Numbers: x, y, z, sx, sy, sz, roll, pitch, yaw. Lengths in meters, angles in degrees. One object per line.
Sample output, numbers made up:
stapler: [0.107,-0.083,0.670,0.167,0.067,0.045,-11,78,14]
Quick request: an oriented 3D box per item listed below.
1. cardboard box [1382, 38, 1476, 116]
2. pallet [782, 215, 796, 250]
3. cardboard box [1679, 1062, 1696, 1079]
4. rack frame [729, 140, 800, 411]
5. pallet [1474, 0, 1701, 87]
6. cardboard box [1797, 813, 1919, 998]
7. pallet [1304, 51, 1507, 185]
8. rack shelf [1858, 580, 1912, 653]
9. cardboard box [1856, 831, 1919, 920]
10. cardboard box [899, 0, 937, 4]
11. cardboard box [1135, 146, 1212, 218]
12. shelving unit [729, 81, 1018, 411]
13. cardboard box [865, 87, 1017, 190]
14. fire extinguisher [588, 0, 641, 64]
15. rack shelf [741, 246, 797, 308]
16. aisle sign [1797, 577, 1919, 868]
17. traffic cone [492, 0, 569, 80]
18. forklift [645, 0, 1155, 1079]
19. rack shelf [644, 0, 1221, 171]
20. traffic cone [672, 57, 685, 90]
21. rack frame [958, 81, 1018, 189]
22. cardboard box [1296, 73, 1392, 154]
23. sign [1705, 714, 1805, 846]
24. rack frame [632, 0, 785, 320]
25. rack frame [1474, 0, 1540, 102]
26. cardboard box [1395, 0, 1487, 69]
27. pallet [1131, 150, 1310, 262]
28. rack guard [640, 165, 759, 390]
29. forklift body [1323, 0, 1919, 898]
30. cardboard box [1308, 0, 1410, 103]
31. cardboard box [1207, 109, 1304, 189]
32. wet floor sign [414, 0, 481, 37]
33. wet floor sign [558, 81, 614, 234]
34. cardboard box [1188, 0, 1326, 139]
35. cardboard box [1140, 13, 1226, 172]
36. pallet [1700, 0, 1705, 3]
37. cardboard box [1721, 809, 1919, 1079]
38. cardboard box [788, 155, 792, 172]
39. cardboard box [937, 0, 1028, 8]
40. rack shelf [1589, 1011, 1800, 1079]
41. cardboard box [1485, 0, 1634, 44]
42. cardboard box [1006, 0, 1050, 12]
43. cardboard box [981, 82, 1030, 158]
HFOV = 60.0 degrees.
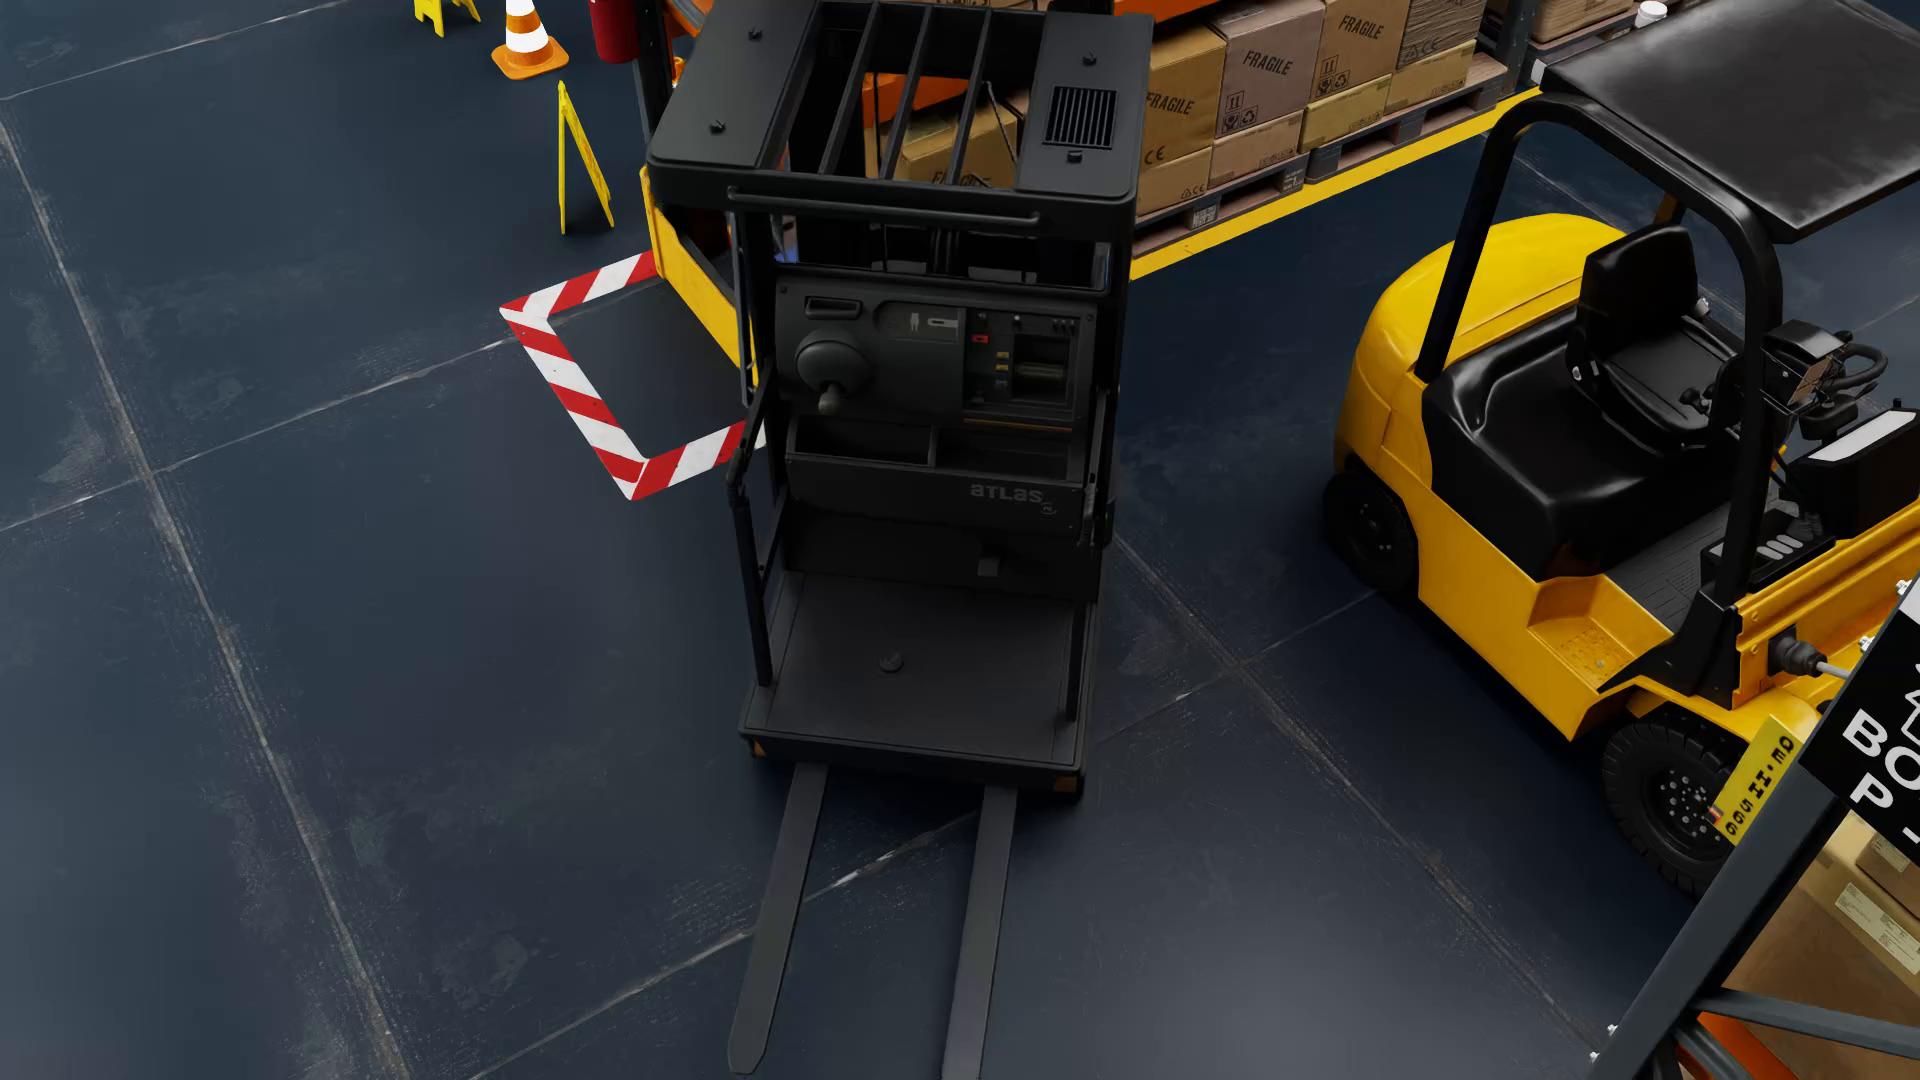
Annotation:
cardboard box: [2.055,-2.300,7.850,0.500,0.250,0.500,-23,52,-19]
pallet: [-0.201,-1.291,7.258,1.213,0.211,1.003,-25,53,-21]
cardboard box: [1.904,1.309,3.966,0.500,0.250,0.500,-24,52,-20]
rack frame: [-0.675,-0.927,5.945,0.032,1.500,0.500,-26,52,-26]
pallet: [3.070,-2.864,8.660,1.213,0.211,1.003,-25,53,-21]
cardboard box: [1.824,0.683,3.132,0.250,0.149,0.380,-24,53,-20]
pallet: [1.863,-2.263,8.124,1.213,0.211,1.003,-25,53,-21]
rack shelf: [3.372,-0.308,2.989,4.000,0.370,1.077,-25,53,-21]
cardboard box: [1.871,0.623,2.986,0.250,0.149,0.380,-25,53,-21]
cardboard box: [-0.422,-2.032,5.785,0.500,0.500,0.500,-26,53,-21]
cardboard box: [0.749,-1.683,7.300,0.500,0.250,0.500,-22,52,-18]
shelving unit: [-0.265,-1.130,6.168,1.048,1.500,0.538,-26,52,-26]
cardboard box: [-0.121,-1.518,6.651,0.500,0.500,0.500,-27,54,-22]
fire extinguisher: [-1.314,-2.106,6.169,0.183,0.674,0.296,-25,53,-21]
rack shelf: [-0.273,-1.004,6.296,1.000,0.185,0.538,-26,52,-26]
aisle sign: [1.468,0.223,2.302,0.004,0.787,0.394,-25,53,-21]
traffic cone: [-2.175,-2.595,8.251,0.334,0.463,0.336,-25,53,-21]
forklift: [-0.101,-0.430,4.670,1.130,2.935,3.031,6,49,5]
rack shelf: [0.721,-2.444,6.900,4.000,0.370,1.077,-25,53,-21]
traffic cone: [-1.296,-2.029,7.747,0.334,0.463,0.336,-25,53,-21]
rack frame: [0.144,-1.333,6.390,0.032,1.500,0.500,-26,52,-26]
cardboard box: [1.610,-2.082,7.656,0.500,0.250,0.500,-27,53,-22]
sign: [1.403,0.435,2.920,0.005,0.325,0.100,-25,53,-21]
rack frame: [-0.971,-1.887,5.922,0.127,3.000,1.000,-25,53,-21]
rack frame: [2.412,-3.481,7.341,0.127,3.000,1.000,-25,53,-21]
cardboard box: [2.055,-2.550,7.570,0.500,0.500,0.500,-26,53,-21]
pallet: [0.830,-1.774,7.689,1.213,0.211,1.003,-25,53,-21]
rack guard: [-0.907,-1.086,6.882,0.348,0.500,1.175,-25,53,-21]
forklift body: [2.311,-0.379,5.147,1.214,2.155,2.313,-25,53,-21]
cardboard box: [1.626,-2.346,7.389,0.500,0.500,0.500,-24,53,-20]
cardboard box: [1.178,-1.882,7.478,0.500,0.250,0.500,-24,53,-20]
wet floor sign: [-2.666,-2.928,8.425,0.232,0.644,0.267,-34,57,-27]
wet floor sign: [-1.703,-1.704,7.335,0.232,0.644,0.267,-9,49,-8]
cardboard box: [1.195,-2.142,7.207,0.500,0.500,0.500,-23,52,-19]
cardboard box: [0.747,-1.924,7.012,0.500,0.500,0.500,-24,53,-20]
pallet: [4.103,-3.354,9.095,1.213,0.211,1.003,-25,53,-21]
cardboard box: [1.957,0.852,3.416,0.500,0.500,0.500,-26,53,-22]
cardboard box: [-0.411,-1.614,7.238,0.500,0.250,0.500,-25,53,-21]
cardboard box: [0.014,-2.241,5.971,0.500,0.500,0.500,-24,52,-20]
rack shelf: [3.372,0.689,4.109,4.000,0.370,1.077,-25,53,-21]
cardboard box: [2.854,-2.957,8.353,0.625,0.372,0.950,-25,53,-20]
cardboard box: [0.140,-2.044,6.230,0.250,0.149,0.380,-24,53,-20]
cardboard box: [0.319,-1.729,6.839,0.500,0.500,0.500,-27,54,-22]
